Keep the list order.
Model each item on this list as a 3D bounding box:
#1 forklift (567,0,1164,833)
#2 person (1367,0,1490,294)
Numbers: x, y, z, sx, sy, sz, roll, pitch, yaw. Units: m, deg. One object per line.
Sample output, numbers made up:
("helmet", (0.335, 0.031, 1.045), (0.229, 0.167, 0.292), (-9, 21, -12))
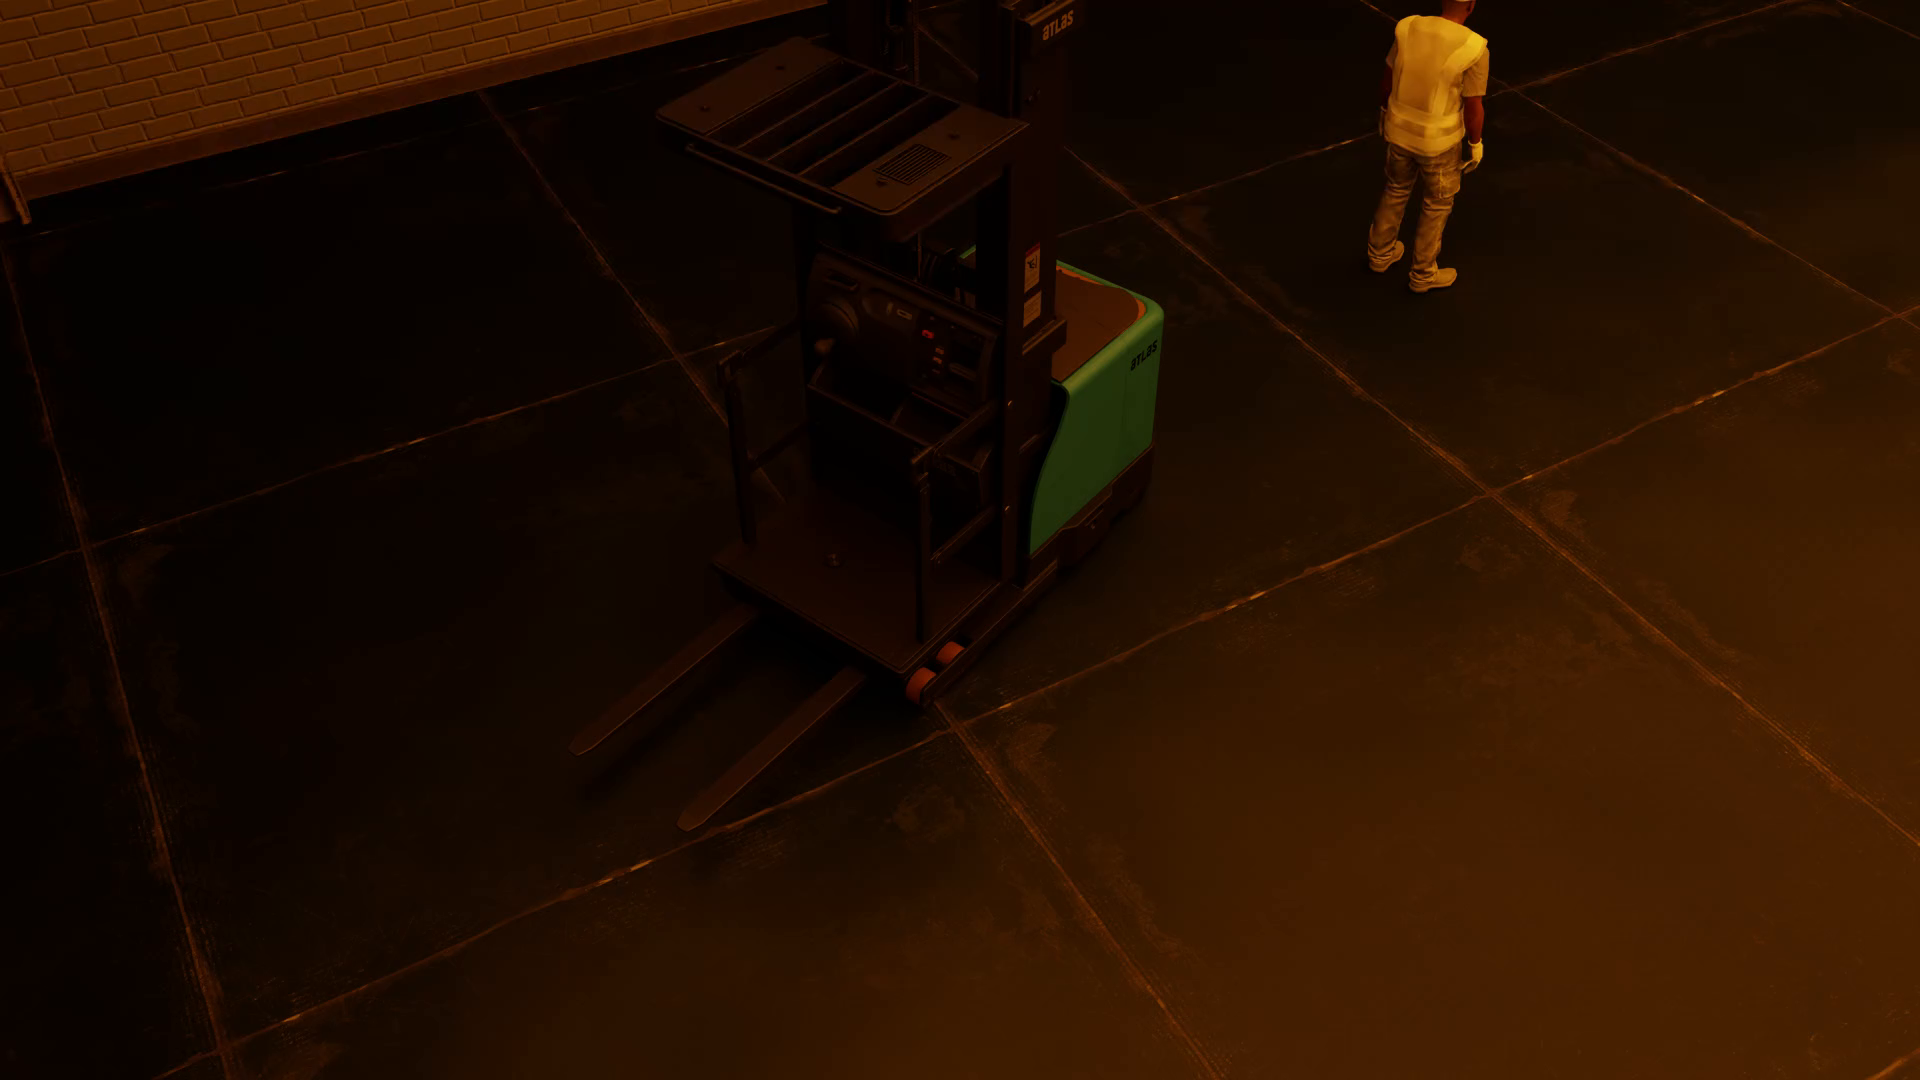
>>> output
("forklift", (-0.375, -0.749, 6.505), (1.130, 2.935, 3.031), (28, 50, 27))
("person", (2.511, -2.193, 8.914), (0.443, 1.776, 0.630), (-32, 52, -30))
